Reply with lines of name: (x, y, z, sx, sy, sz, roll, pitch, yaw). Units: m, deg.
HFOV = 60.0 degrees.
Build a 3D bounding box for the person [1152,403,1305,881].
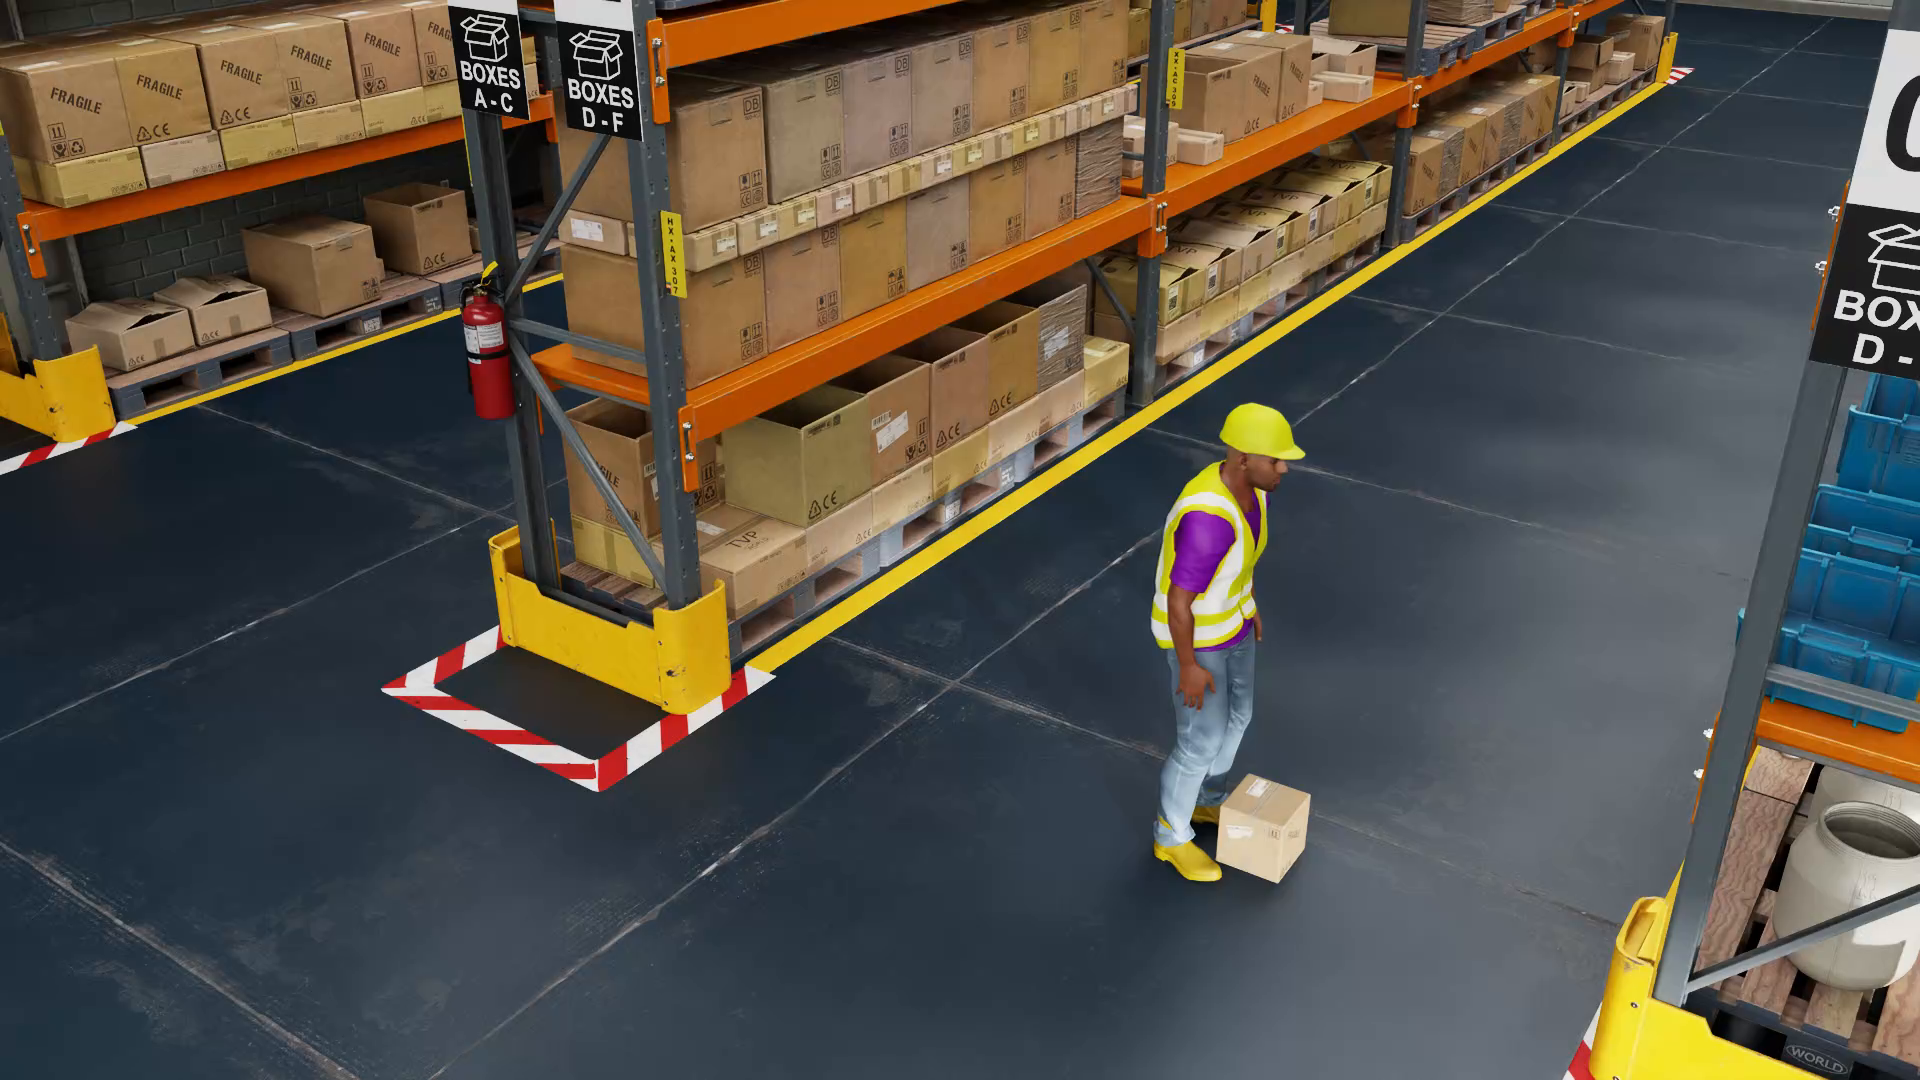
person: (0.928, 0.335, 5.934, 0.460, 1.759, 0.629, 15, 31, 28)
